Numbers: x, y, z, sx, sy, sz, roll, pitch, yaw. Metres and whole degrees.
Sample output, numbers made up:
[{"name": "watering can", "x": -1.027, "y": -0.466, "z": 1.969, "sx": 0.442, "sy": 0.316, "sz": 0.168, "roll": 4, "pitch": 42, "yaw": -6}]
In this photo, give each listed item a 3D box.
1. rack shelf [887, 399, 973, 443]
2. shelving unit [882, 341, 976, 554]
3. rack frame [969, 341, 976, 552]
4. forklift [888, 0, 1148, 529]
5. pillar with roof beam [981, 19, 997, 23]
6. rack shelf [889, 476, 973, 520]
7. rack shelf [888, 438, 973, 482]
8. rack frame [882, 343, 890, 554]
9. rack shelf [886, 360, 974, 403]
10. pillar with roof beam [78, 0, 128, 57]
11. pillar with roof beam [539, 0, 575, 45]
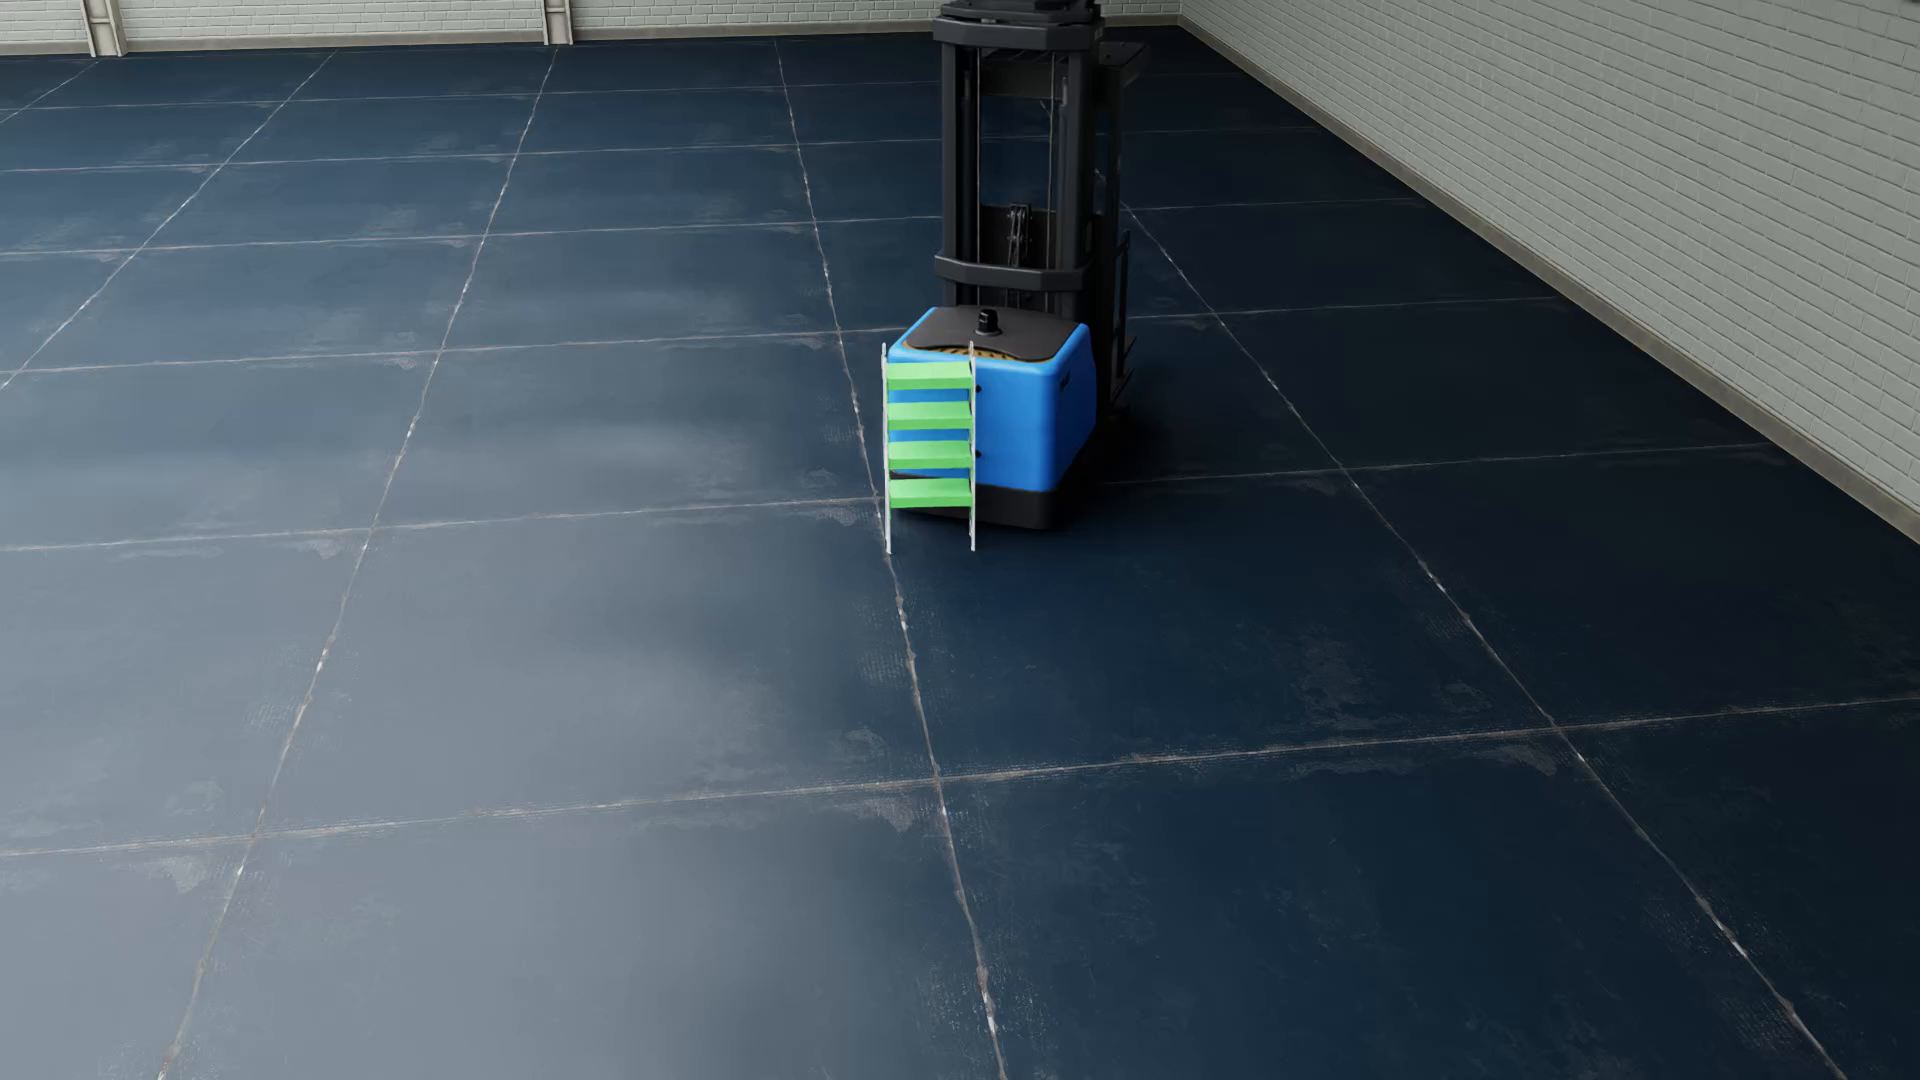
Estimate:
[{"name": "rack shelf", "x": -0.173, "y": -0.670, "z": 9.355, "sx": 0.480, "sy": 0.148, "sz": 0.258, "roll": -2, "pitch": 27, "yaw": -3}, {"name": "shelving unit", "x": -0.173, "y": -0.513, "z": 9.435, "sx": 0.503, "sy": 1.200, "sz": 0.258, "roll": -2, "pitch": 27, "yaw": -3}, {"name": "rack frame", "x": 0.071, "y": -0.520, "z": 9.450, "sx": 0.015, "sy": 1.200, "sz": 0.240, "roll": -2, "pitch": 27, "yaw": -3}, {"name": "forklift", "x": 0.510, "y": -2.019, "z": 10.474, "sx": 1.130, "sy": 2.935, "sz": 3.031, "roll": 8, "pitch": 28, "yaw": 16}, {"name": "pillar with roof beam", "x": 0.913, "y": -9.435, "z": 18.280, "sx": 0.400, "sy": 9.000, "sz": 9.100, "roll": -4, "pitch": 27, "yaw": -7}, {"name": "rack shelf", "x": -0.173, "y": -0.243, "z": 9.574, "sx": 0.480, "sy": 0.148, "sz": 0.258, "roll": -2, "pitch": 27, "yaw": -3}, {"name": "rack shelf", "x": -0.173, "y": -0.456, "z": 9.465, "sx": 0.480, "sy": 0.148, "sz": 0.258, "roll": -2, "pitch": 27, "yaw": -3}, {"name": "rack frame", "x": -0.416, "y": -0.506, "z": 9.421, "sx": 0.015, "sy": 1.200, "sz": 0.240, "roll": -2, "pitch": 27, "yaw": -3}, {"name": "rack shelf", "x": -0.173, "y": -0.883, "z": 9.245, "sx": 0.480, "sy": 0.148, "sz": 0.258, "roll": -2, "pitch": 27, "yaw": -3}, {"name": "pillar with roof beam", "x": -10.970, "y": -8.671, "z": 16.793, "sx": 0.400, "sy": 9.000, "sz": 9.100, "roll": -4, "pitch": 27, "yaw": -7}, {"name": "pillar with roof beam", "x": -5.029, "y": -9.053, "z": 17.536, "sx": 0.400, "sy": 9.000, "sz": 9.100, "roll": -4, "pitch": 27, "yaw": -7}]
